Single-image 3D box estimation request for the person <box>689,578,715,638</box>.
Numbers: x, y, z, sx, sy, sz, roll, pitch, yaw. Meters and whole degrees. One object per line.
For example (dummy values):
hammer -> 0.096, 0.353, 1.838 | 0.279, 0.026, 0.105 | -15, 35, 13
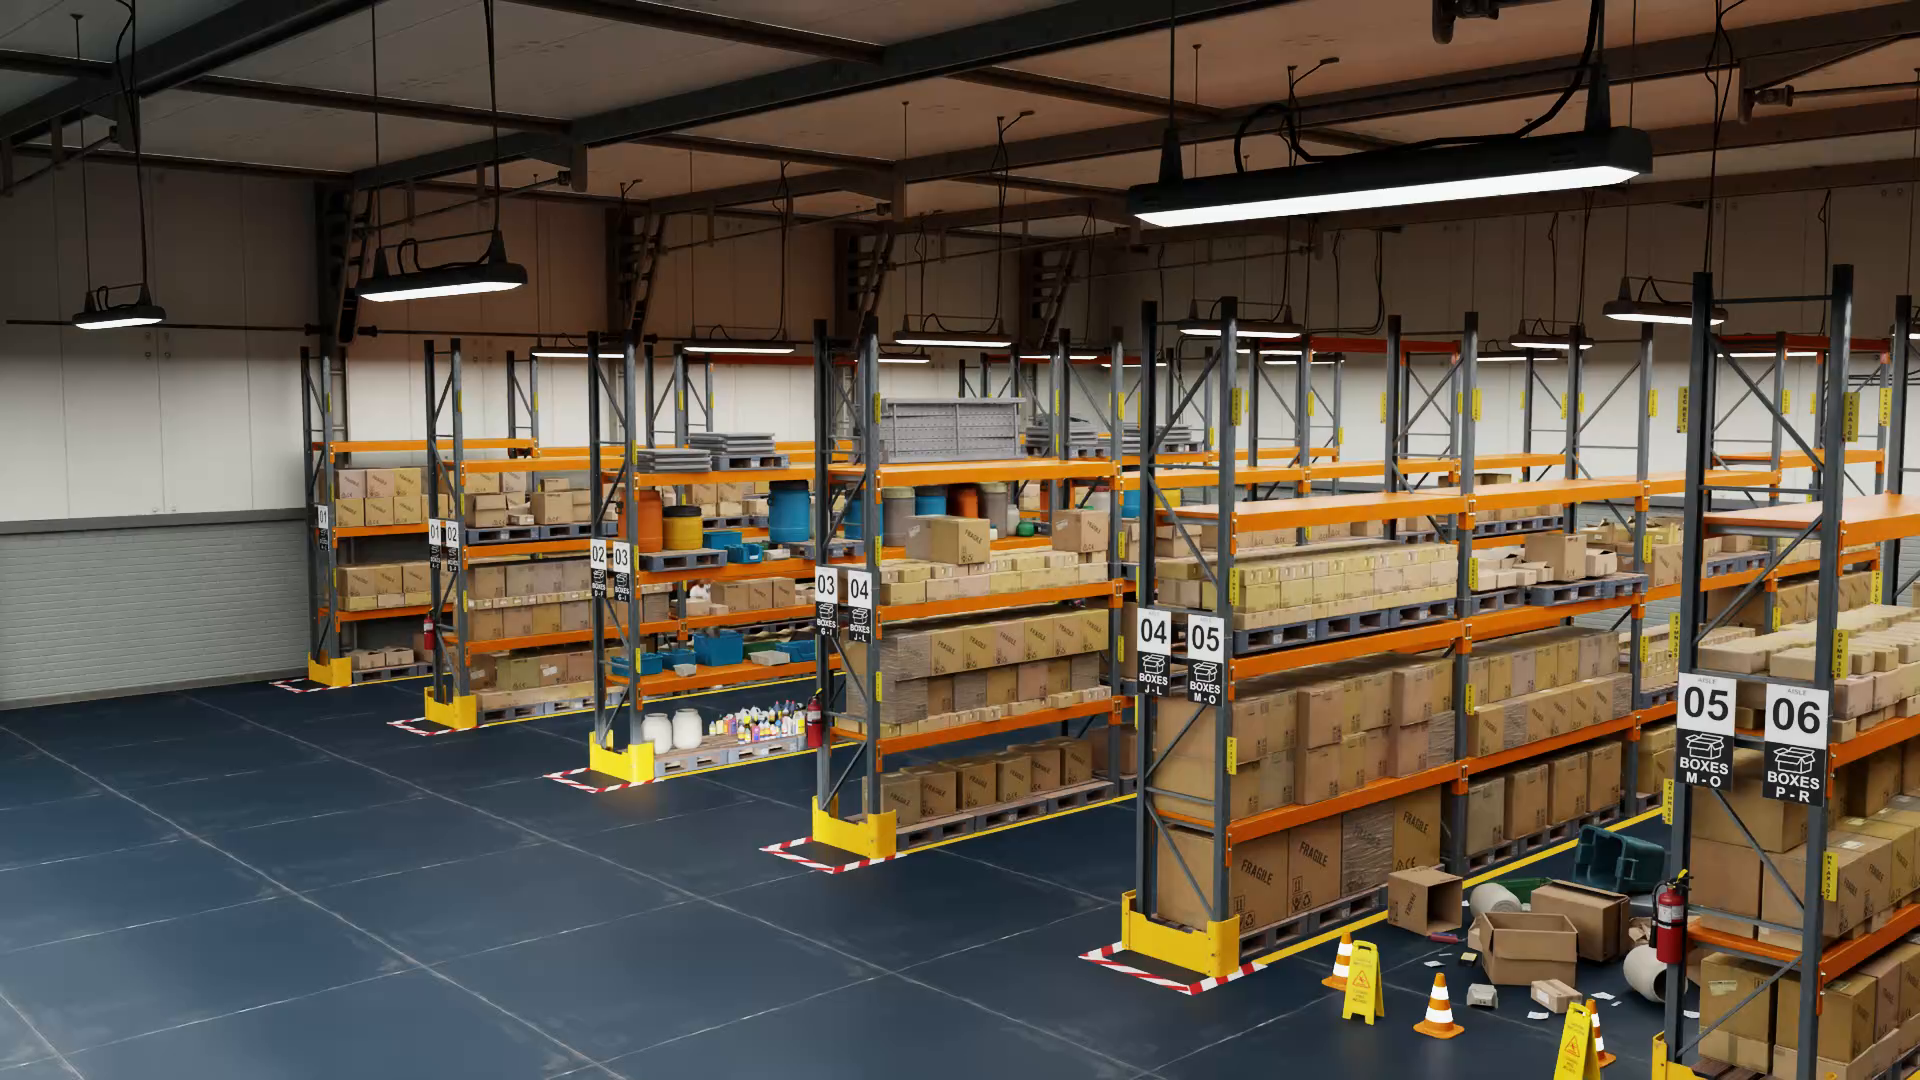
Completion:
person -> -5.061, 1.495, 32.705 | 0.525, 1.708, 0.467 | 1, 5, 11
